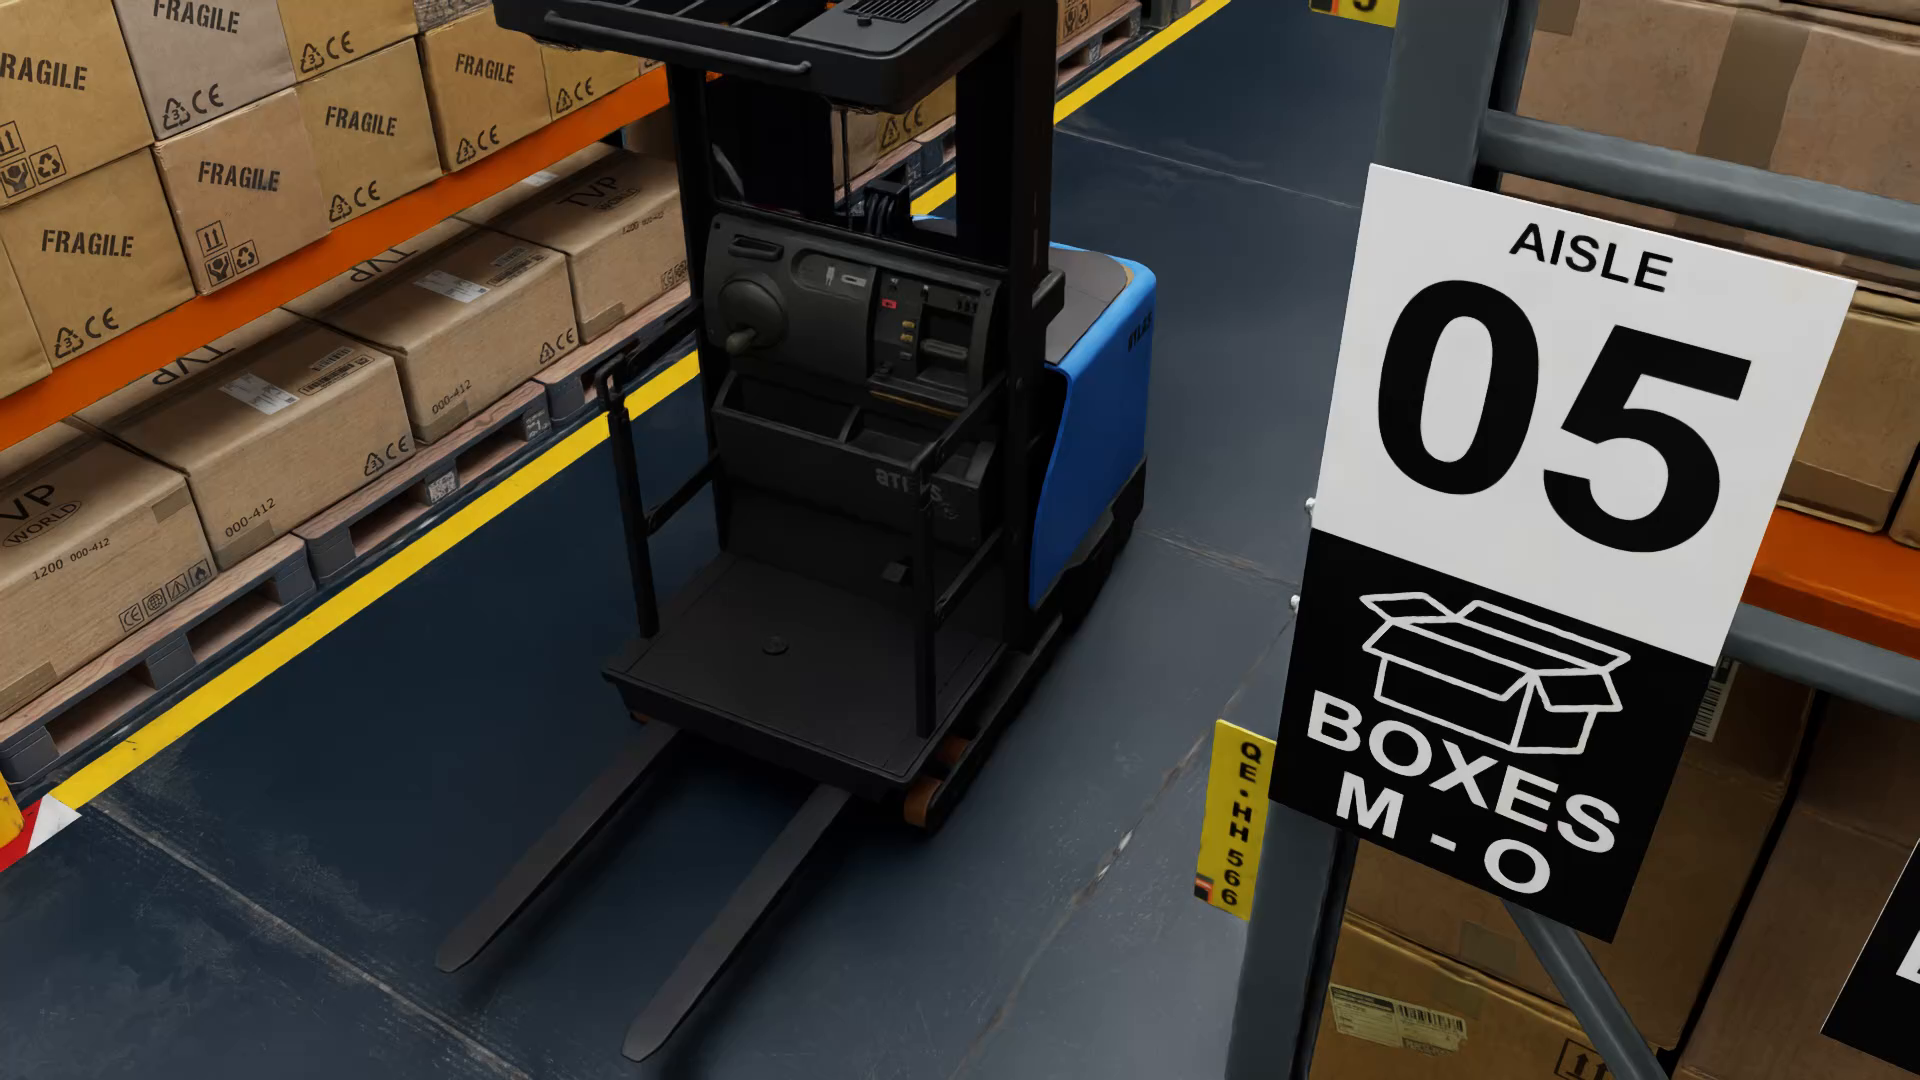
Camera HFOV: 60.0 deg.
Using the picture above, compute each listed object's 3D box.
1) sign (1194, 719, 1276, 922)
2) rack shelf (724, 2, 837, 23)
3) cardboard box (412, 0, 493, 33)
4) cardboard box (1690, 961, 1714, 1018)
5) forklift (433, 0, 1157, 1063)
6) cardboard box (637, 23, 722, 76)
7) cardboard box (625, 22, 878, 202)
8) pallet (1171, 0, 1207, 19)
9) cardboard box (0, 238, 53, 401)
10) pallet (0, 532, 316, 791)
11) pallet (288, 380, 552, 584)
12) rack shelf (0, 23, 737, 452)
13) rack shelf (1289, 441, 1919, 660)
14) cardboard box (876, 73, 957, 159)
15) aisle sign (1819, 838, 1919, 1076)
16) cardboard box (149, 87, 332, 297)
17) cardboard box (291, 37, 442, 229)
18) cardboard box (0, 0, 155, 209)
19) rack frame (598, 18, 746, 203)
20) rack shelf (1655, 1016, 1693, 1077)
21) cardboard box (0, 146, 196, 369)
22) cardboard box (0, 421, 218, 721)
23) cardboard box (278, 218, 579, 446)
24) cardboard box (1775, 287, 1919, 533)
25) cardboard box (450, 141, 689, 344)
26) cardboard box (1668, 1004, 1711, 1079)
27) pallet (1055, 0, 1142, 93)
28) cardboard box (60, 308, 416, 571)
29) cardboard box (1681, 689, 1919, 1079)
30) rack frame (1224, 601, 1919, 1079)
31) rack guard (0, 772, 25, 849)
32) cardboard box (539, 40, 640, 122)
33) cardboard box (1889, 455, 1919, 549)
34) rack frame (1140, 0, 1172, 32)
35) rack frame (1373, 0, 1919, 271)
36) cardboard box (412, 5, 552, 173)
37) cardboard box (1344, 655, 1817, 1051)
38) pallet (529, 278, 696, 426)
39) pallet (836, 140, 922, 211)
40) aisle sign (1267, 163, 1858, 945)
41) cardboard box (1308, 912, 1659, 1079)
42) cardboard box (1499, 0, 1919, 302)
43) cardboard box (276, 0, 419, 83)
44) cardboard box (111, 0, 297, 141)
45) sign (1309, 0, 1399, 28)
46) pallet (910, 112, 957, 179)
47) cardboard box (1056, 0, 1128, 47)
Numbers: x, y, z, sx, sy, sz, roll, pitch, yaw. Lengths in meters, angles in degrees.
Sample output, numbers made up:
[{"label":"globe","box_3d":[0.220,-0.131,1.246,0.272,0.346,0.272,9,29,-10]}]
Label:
[{"label":"sign","box_3d":[0.357,0.365,2.113,0.100,0.325,0.005,21,42,25]},{"label":"rack shelf","box_3d":[-0.205,-3.235,8.579,1.077,0.370,4.000,21,42,25]},{"label":"cardboard box","box_3d":[-1.839,-2.067,5.573,0.500,0.500,0.500,22,43,26]},{"label":"cardboard box","box_3d":[1.554,0.557,2.745,0.500,0.500,0.500,21,42,25]},{"label":"forklift","box_3d":[-0.422,-0.587,4.611,1.130,2.935,3.031,17,41,21]},{"label":"cardboard box","box_3d":[-1.309,-2.206,6.573,0.500,0.500,0.500,22,43,26]},{"label":"cardboard box","box_3d":[-1.011,-2.160,7.991,0.875,0.875,0.875,23,43,26]},{"label":"pallet","box_3d":[1.287,-3.849,11.070,1.003,0.211,1.213,21,42,25]},{"label":"cardboard box","box_3d":[-2.919,-0.620,4.516,0.500,0.500,0.500,21,42,25]},{"label":"pallet","box_3d":[-3.057,0.240,5.766,1.003,0.211,1.213,21,42,25]},{"label":"pallet","box_3d":[-2.402,-0.387,6.579,1.003,0.211,1.213,21,42,25]},{"label":"rack shelf","box_3d":[-2.348,-1.173,5.904,1.077,0.370,4.000,21,42,25]},{"label":"rack shelf","box_3d":[1.886,-0.794,2.955,1.077,0.370,4.000,21,42,25]},{"label":"cardboard box","box_3d":[-0.534,-2.628,8.598,0.875,0.875,0.875,22,43,26]},{"label":"aisle sign","box_3d":[1.029,0.246,1.344,0.394,0.787,0.004,21,42,25]},{"label":"cardboard box","box_3d":[-2.384,-1.146,5.198,0.500,0.500,0.500,21,42,25]},{"label":"cardboard box","box_3d":[-2.130,-1.410,5.540,0.500,0.500,0.500,23,43,27]},{"label":"cardboard box","box_3d":[-2.650,-1.285,4.560,0.500,0.500,0.500,20,42,24]},{"label":"rack frame","box_3d":[-1.276,-2.489,7.022,1.000,3.000,0.127,21,42,25]},{"label":"rack shelf","box_3d":[1.886,0.394,3.871,1.077,0.370,4.000,21,42,25]},{"label":"cardboard box","box_3d":[-2.672,-0.890,4.866,0.500,0.500,0.500,21,42,25]},{"label":"cardboard box","box_3d":[-3.150,0.049,5.485,0.875,0.438,0.875,20,42,24]},{"label":"cardboard box","box_3d":[-2.182,-0.890,6.703,0.875,0.438,0.875,20,42,24]},{"label":"cardboard box","box_3d":[0.835,-0.309,1.861,0.500,0.250,0.500,20,42,24]},{"label":"cardboard box","box_3d":[-1.703,-1.352,7.302,0.875,0.438,0.875,21,42,24]},{"label":"cardboard box","box_3d":[1.289,0.842,2.376,0.500,0.500,0.500,23,43,27]},{"label":"pallet","box_3d":[0.381,-3.065,10.053,1.003,0.211,1.213,21,42,25]},{"label":"cardboard box","box_3d":[-2.667,-0.426,6.100,0.875,0.438,0.875,22,43,26]},{"label":"cardboard box","box_3d":[1.279,0.442,2.075,0.500,0.500,0.500,21,42,25]},{"label":"rack frame","box_3d":[0.815,1.140,2.314,1.000,3.000,0.127,21,42,25]},{"label":"rack guard","box_3d":[-3.432,0.575,5.094,1.175,0.500,0.348,21,42,25]},{"label":"cardboard box","box_3d":[-1.580,-1.939,6.226,0.500,0.500,0.500,20,42,24]},{"label":"cardboard box","box_3d":[1.271,-0.136,1.636,0.500,0.250,0.500,23,43,27]},{"label":"rack frame","box_3d":[0.867,-4.551,9.697,1.000,3.000,0.127,21,42,25]},{"label":"rack frame","box_3d":[0.815,-1.236,0.483,1.000,3.000,0.127,21,42,25]},{"label":"cardboard box","box_3d":[-1.837,-1.675,5.884,0.500,0.500,0.500,21,42,24]},{"label":"cardboard box","box_3d":[0.850,0.269,2.299,0.500,0.500,0.500,20,42,24]},{"label":"pallet","box_3d":[-1.750,-1.018,7.398,1.003,0.211,1.213,21,42,25]},{"label":"pallet","box_3d":[-0.926,-1.807,8.421,1.003,0.211,1.213,21,42,25]},{"label":"aisle sign","box_3d":[0.522,0.050,1.599,0.394,0.787,0.004,21,42,25]},{"label":"cardboard box","box_3d":[0.838,0.667,2.603,0.500,0.500,0.500,22,43,26]},{"label":"cardboard box","box_3d":[0.847,-0.507,1.708,0.500,0.250,0.500,20,42,24]},{"label":"cardboard box","box_3d":[-2.115,-1.811,5.241,0.500,0.500,0.500,21,42,25]},{"label":"cardboard box","box_3d":[-2.381,-1.553,4.907,0.500,0.500,0.500,21,42,25]},{"label":"sign","box_3d":[0.357,-0.590,1.377,0.100,0.325,0.005,21,42,25]},{"label":"pallet","box_3d":[-0.273,-2.439,9.240,1.003,0.211,1.213,21,42,25]},{"label":"cardboard box","box_3d":[0.427,-3.547,9.791,0.875,0.875,0.875,21,42,25]}]
